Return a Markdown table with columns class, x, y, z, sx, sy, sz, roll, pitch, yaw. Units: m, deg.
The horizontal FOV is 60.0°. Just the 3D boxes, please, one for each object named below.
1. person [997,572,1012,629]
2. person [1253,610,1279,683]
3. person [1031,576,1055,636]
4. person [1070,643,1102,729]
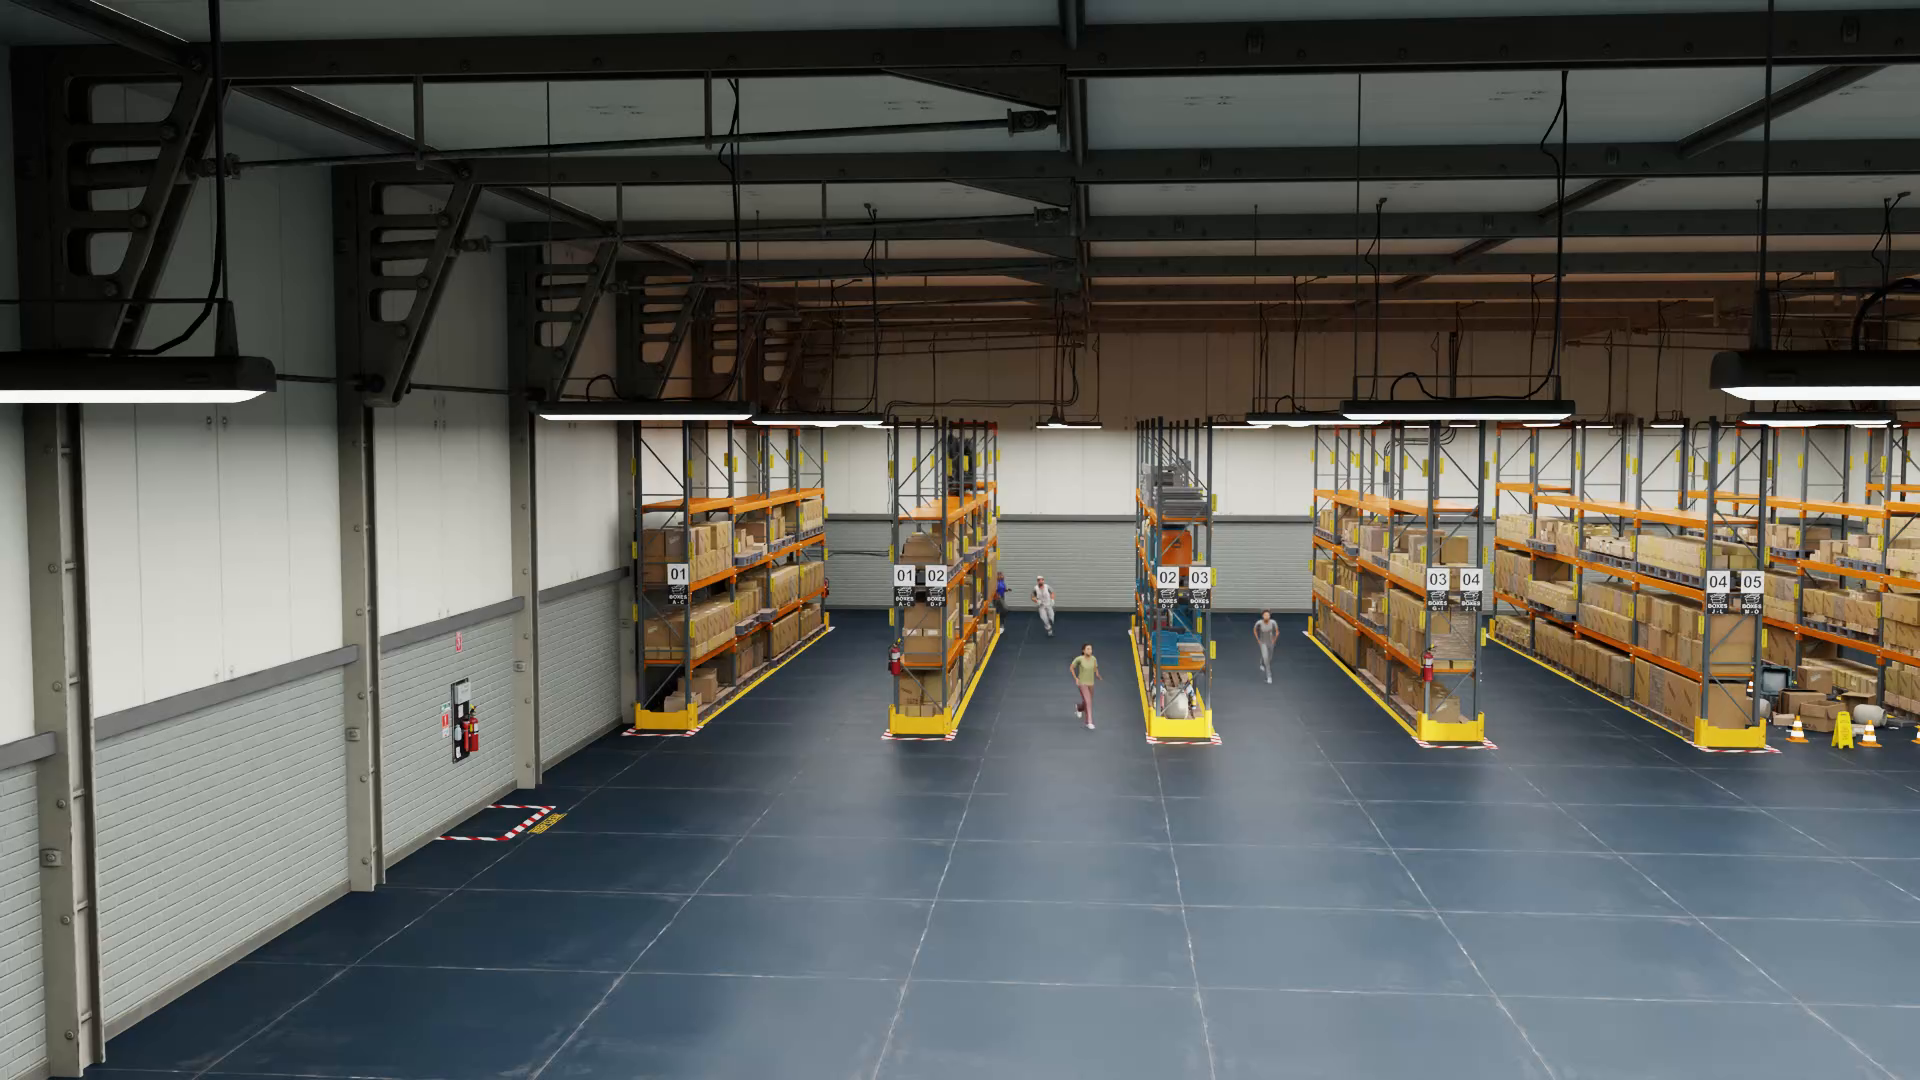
| class | x | y | z | sx | sy | sz | roll | pitch | yaw |
| --- | --- | --- | --- | --- | --- | --- | --- | --- | --- |
| person | 1.178 | 1.768 | 48.338 | 0.680 | 1.693 | 0.577 | 2 | 4 | 23 |
| person | 7.049 | 2.419 | 38.347 | 0.564 | 1.661 | 1.006 | 0 | 4 | 0 |
| person | 2.316 | 1.838 | 46.420 | 0.679 | 1.687 | 0.577 | 0 | 4 | -3 |
| person | 2.404 | 2.803 | 32.311 | 0.564 | 1.643 | 0.815 | -2 | 4 | -25 |
